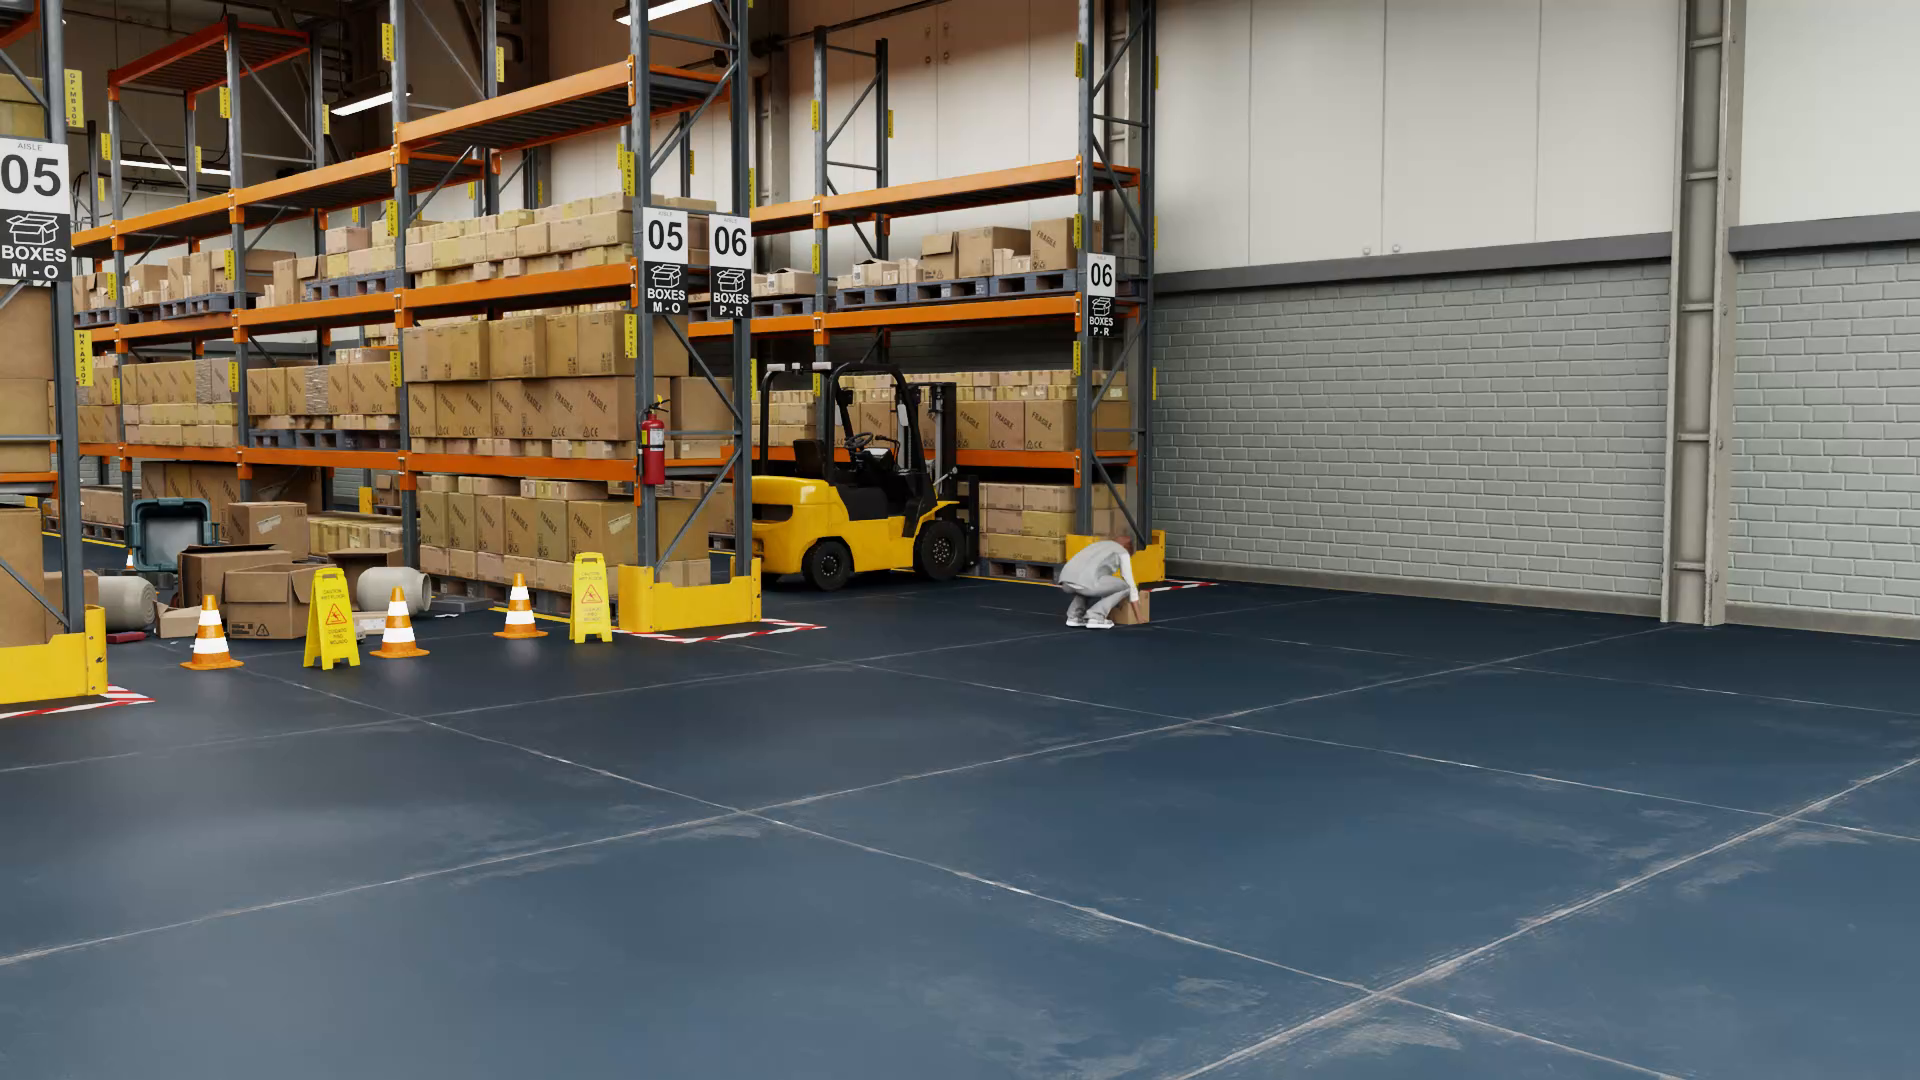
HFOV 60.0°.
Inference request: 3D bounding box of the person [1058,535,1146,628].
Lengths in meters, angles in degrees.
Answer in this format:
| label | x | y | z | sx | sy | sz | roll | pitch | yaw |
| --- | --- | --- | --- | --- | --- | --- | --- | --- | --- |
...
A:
| label | x | y | z | sx | sy | sz | roll | pitch | yaw |
| --- | --- | --- | --- | --- | --- | --- | --- | --- | --- |
| person | 1.103 | 0.358 | 13.011 | 0.830 | 0.757 | 0.435 | -4 | 6 | -44 |
